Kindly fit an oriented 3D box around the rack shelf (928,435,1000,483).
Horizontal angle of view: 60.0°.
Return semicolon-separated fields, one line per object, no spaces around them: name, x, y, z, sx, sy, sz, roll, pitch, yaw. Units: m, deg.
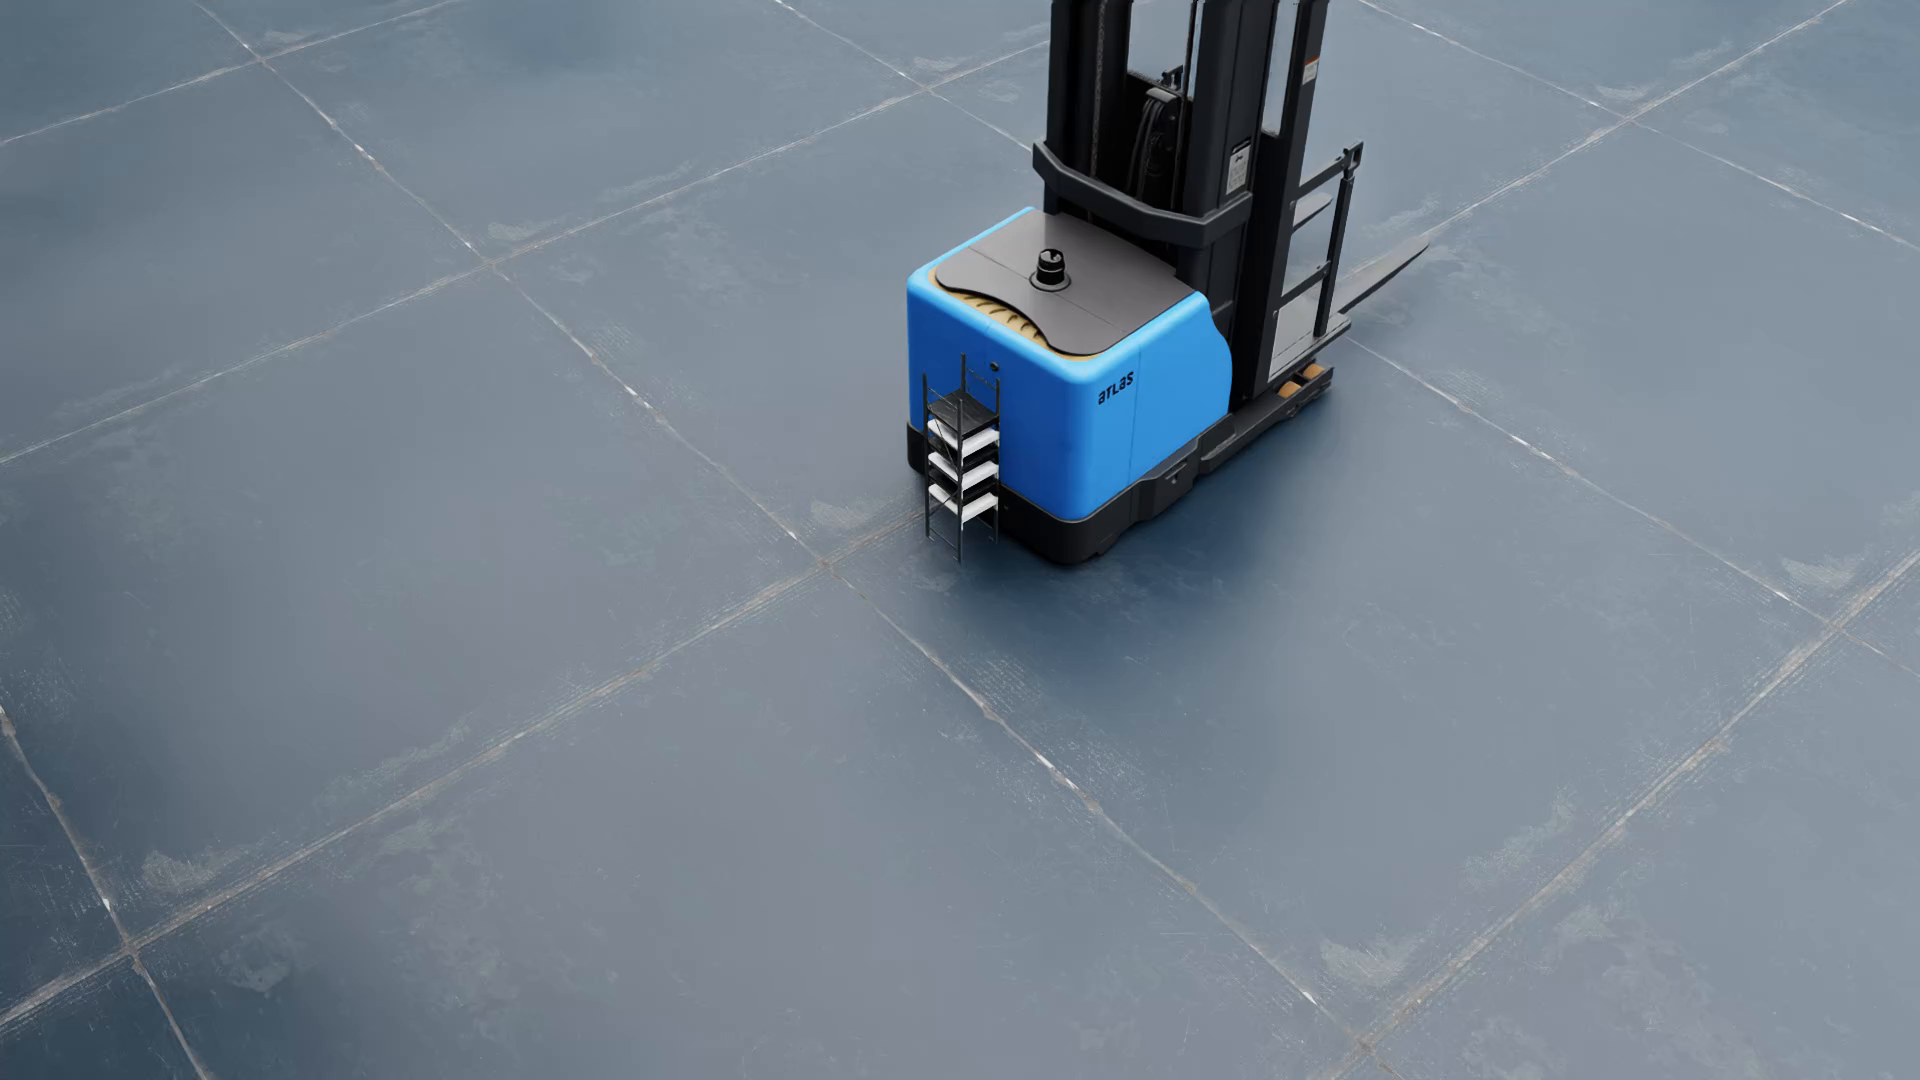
rack shelf;0.006;-0.373;6.961;0.200;0.077;0.258;-30;51;-28

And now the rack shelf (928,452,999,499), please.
rack shelf;0.006;-0.307;7.022;0.200;0.077;0.258;-30;51;-28

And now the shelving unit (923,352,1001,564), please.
shelving unit;0.006;-0.332;6.999;0.210;0.900;0.258;-30;51;-28

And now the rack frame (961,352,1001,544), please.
rack frame;0.084;-0.376;7.047;0.006;0.900;0.240;-30;51;-28

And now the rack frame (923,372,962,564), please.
rack frame;-0.072;-0.287;6.952;0.006;0.900;0.240;-30;51;-28

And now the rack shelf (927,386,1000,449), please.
rack shelf;0.006;-0.504;6.837;0.200;0.077;0.258;-30;51;-28

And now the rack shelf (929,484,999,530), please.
rack shelf;0.006;-0.176;7.145;0.200;0.077;0.258;-30;51;-28

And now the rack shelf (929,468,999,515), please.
rack shelf;0.006;-0.242;7.084;0.200;0.077;0.258;-30;51;-28

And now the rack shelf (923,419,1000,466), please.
rack shelf;0.006;-0.438;6.899;0.200;0.077;0.258;-30;51;-28

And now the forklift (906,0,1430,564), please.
forklift;1.148;-1.877;7.161;1.130;2.935;3.031;34;53;31
